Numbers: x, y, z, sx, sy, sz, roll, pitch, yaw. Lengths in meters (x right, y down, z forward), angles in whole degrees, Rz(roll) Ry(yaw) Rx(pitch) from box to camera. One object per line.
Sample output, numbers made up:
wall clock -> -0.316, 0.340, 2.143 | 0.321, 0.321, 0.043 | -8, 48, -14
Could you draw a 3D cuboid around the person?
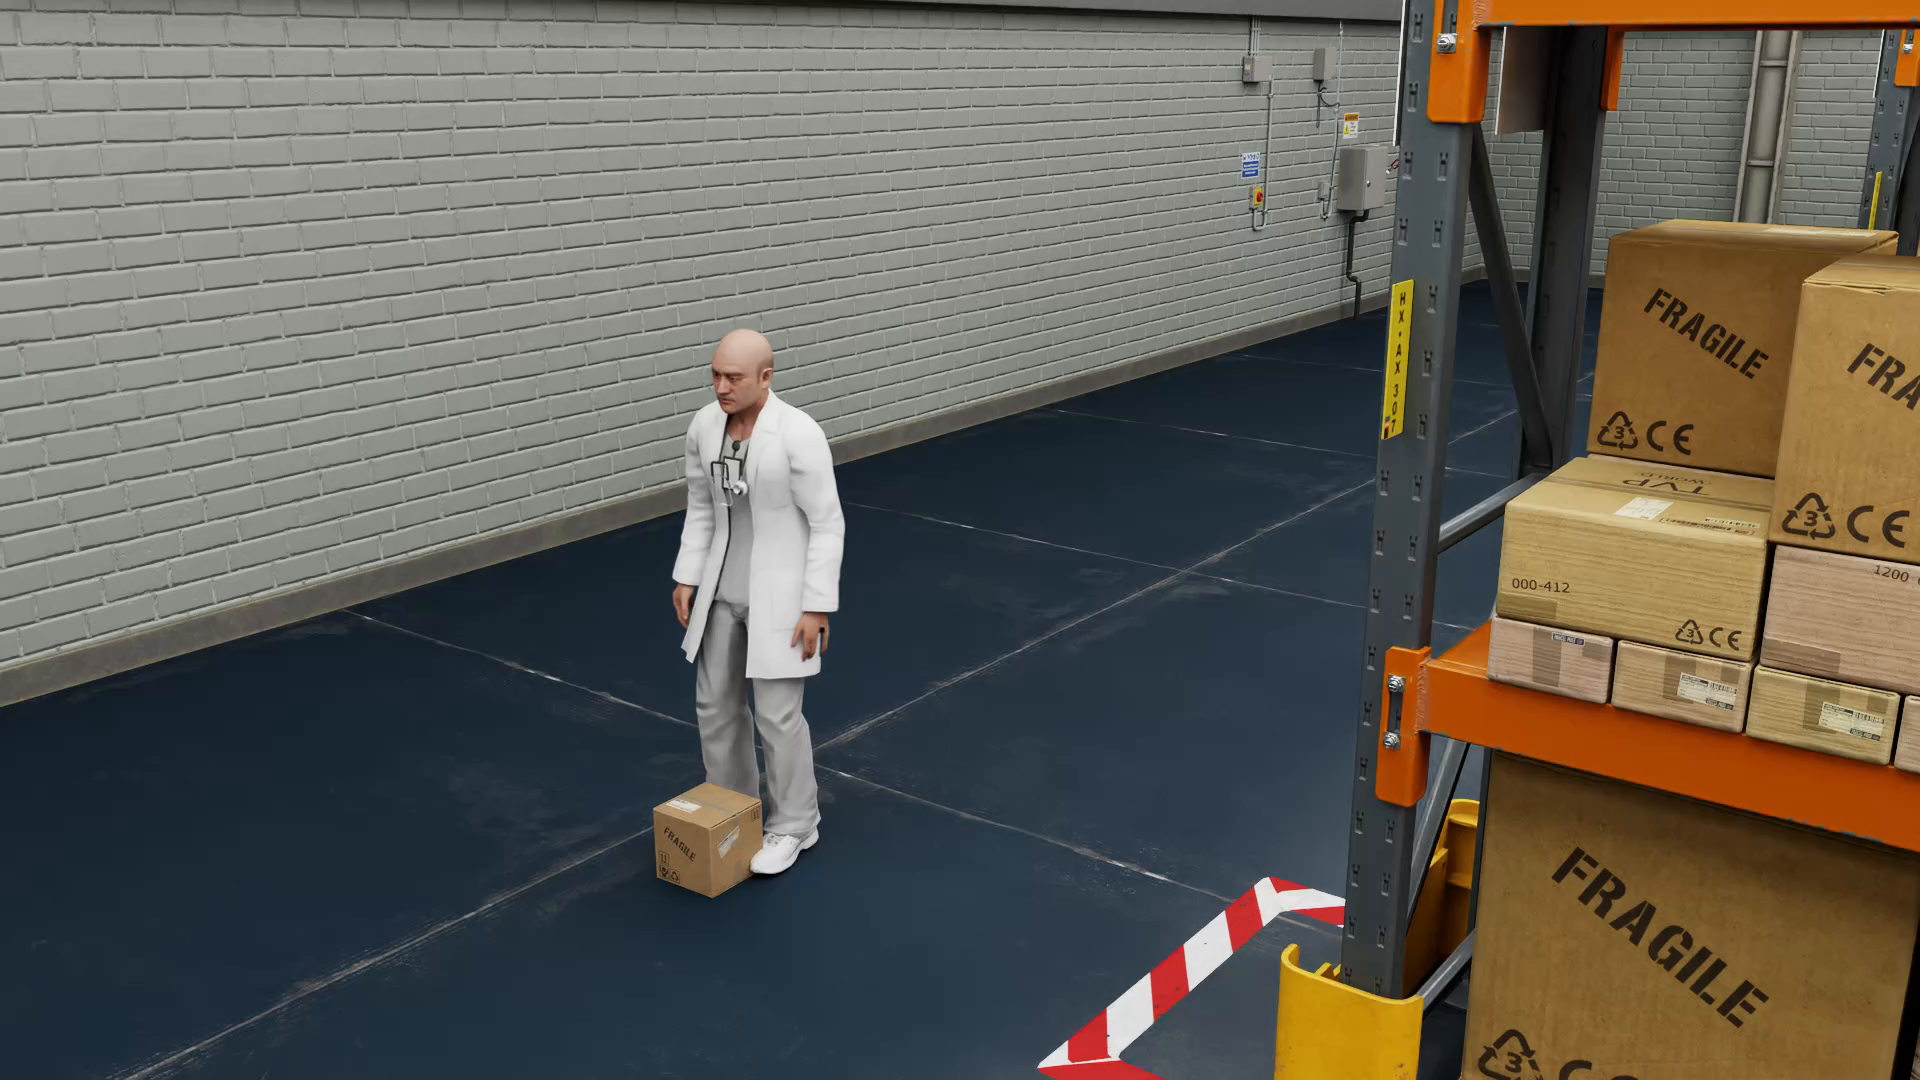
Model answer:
person -> -0.663, 0.206, 5.412 | 0.654, 1.744, 0.421 | 11, 19, 32
